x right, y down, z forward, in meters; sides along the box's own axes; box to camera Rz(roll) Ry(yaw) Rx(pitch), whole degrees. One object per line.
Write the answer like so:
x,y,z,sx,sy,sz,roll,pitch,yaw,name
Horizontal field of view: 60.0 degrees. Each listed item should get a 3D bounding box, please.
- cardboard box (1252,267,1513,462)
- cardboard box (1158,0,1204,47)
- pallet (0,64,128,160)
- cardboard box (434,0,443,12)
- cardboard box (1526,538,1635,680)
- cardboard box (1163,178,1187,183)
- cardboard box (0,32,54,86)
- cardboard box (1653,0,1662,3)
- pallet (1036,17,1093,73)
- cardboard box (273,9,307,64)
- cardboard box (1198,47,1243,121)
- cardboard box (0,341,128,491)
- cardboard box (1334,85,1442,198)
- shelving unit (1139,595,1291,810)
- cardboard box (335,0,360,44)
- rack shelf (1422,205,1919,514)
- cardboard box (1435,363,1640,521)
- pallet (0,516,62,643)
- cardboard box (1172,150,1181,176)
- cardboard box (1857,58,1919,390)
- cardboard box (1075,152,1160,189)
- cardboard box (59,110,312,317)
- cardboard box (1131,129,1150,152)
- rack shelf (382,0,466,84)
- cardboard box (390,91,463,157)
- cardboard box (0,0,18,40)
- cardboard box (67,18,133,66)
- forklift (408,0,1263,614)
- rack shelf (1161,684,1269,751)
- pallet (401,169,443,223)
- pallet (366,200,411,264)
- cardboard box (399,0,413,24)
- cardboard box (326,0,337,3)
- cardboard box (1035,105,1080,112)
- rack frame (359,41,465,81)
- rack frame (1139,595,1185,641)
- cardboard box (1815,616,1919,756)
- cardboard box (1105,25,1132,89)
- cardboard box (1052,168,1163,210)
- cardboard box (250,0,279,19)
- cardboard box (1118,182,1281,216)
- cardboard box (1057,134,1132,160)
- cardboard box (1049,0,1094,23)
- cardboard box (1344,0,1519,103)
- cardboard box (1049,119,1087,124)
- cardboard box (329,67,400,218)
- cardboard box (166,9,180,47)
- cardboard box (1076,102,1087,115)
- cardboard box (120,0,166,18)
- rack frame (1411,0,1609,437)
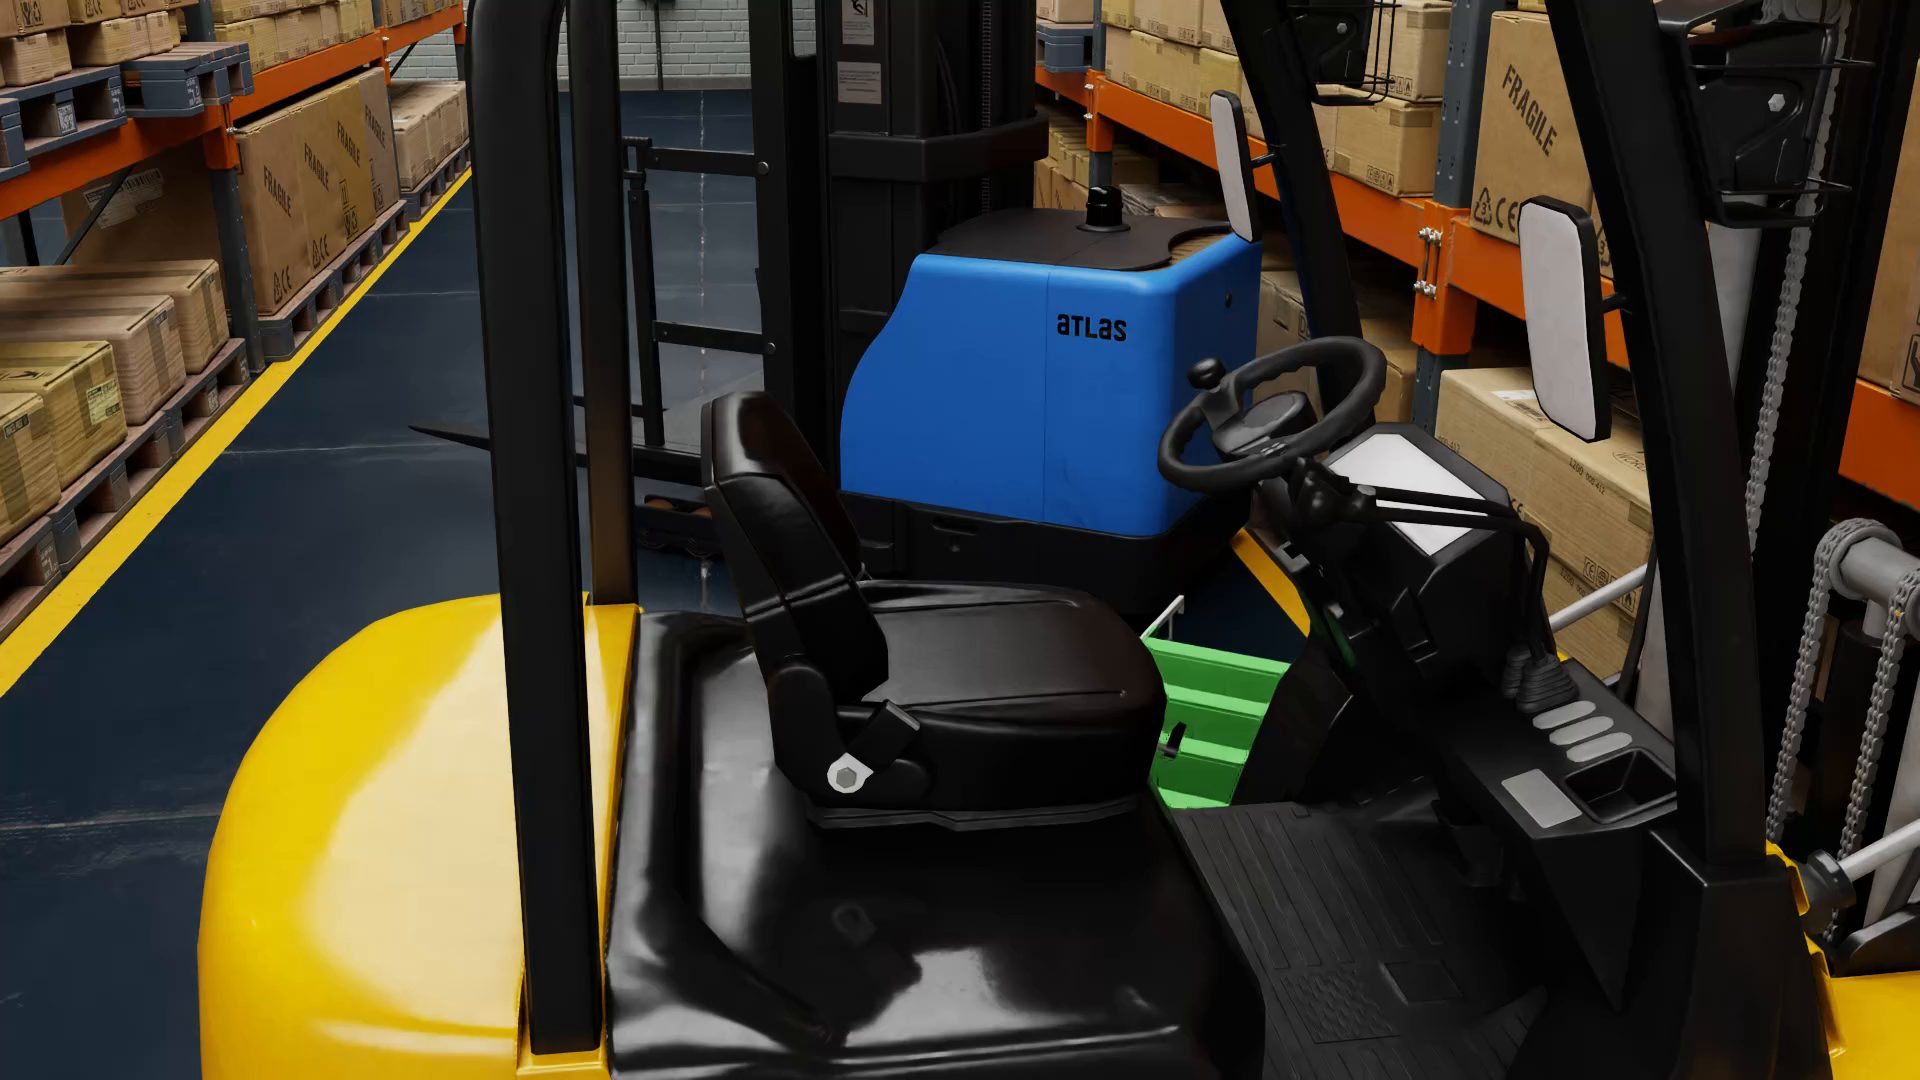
1.520,-0.570,5.748,0.875,0.625,0.625,-3,21,-8,cardboard box
1.085,-2.064,6.454,0.500,0.250,0.500,-3,21,-9,cardboard box
-3.452,-1.396,5.442,1.003,0.211,1.213,-3,21,-8,pallet
-4.458,-4.480,13.282,0.500,0.500,0.500,-2,21,-6,cardboard box
1.549,0.178,3.567,0.500,0.250,0.500,-3,21,-8,cardboard box
1.350,-1.607,8.704,0.500,0.500,0.500,-2,21,-6,cardboard box
-3.128,-1.524,5.267,0.380,0.149,0.250,-2,21,-6,cardboard box
1.600,-1.085,3.264,0.380,0.149,0.250,-3,21,-8,cardboard box
0.967,-2.562,8.564,1.213,0.211,1.003,-3,21,-8,pallet
-3.761,-2.640,8.713,0.500,0.250,0.500,-2,21,-6,cardboard box
1.178,-1.653,6.069,0.500,0.250,0.500,-2,21,-6,cardboard box
-3.488,-0.421,5.712,0.950,0.372,0.625,-2,21,-6,cardboard box
1.379,-1.127,4.662,0.500,0.250,0.500,-2,21,-7,cardboard box
0.557,0.497,3.985,0.503,0.258,1.200,10,24,25,shelving unit
-3.968,-3.165,10.118,0.500,0.250,0.500,-3,21,-9,cardboard box
1.999,-0.007,2.475,1.077,0.370,4.000,-3,21,-8,rack shelf
1.470,-0.230,3.945,0.500,0.250,0.500,-3,21,-9,cardboard box
-3.315,0.252,4.739,1.003,0.211,1.213,-3,21,-8,pallet
1.355,-2.040,8.937,0.380,0.149,0.250,-2,21,-6,cardboard box
1.681,-0.562,2.790,0.500,0.500,0.500,-3,21,-8,cardboard box
0.812,-1.909,8.586,0.380,0.149,0.250,-4,21,-10,cardboard box
-3.795,-1.614,8.188,0.875,0.875,0.875,-3,21,-8,cardboard box
1.207,-2.309,9.657,0.380,0.149,0.250,-3,21,-9,cardboard box
-4.643,-3.910,12.926,1.077,0.370,4.000,-3,21,-8,rack shelf
-4.596,-3.396,13.583,0.875,0.438,0.875,-2,21,-6,cardboard box
-3.115,-1.690,4.785,0.500,0.500,0.500,-3,21,-8,cardboard box
-3.225,-1.791,5.982,0.380,0.149,0.250,-3,21,-7,cardboard box
-0.562,-1.468,5.457,3.031,2.935,1.130,10,23,24,forklift
0.586,0.476,4.038,0.480,0.258,0.148,10,24,25,rack shelf
-4.386,-2.515,12.149,1.003,0.211,1.213,-3,21,-8,pallet
-4.168,-1.985,10.729,1.003,0.211,1.213,-3,21,-8,pallet
-4.231,-3.951,11.866,0.500,0.500,0.500,-3,21,-7,cardboard box
-3.890,-3.226,9.567,0.500,0.250,0.500,-2,21,-6,cardboard box
0.563,-2.724,10.767,0.380,0.149,0.250,-3,21,-9,cardboard box
-4.931,-4.939,14.654,1.000,3.000,0.127,-3,21,-8,rack frame
0.339,0.460,4.088,0.015,0.240,1.200,10,24,25,rack frame
1.684,0.301,2.523,0.500,0.250,0.500,-3,21,-9,cardboard box
0.956,-2.185,7.494,0.500,0.250,0.500,-3,21,-8,cardboard box
0.798,-1.756,9.104,0.500,0.500,0.500,-3,21,-9,cardboard box
-3.680,-2.700,8.159,0.500,0.250,0.500,-2,21,-6,cardboard box
1.210,-1.289,7.674,0.875,0.625,0.625,-2,21,-6,cardboard box
0.754,-2.189,9.335,0.380,0.149,0.250,-2,21,-6,cardboard box
0.659,-2.708,8.439,0.380,0.149,0.250,-3,21,-7,cardboard box
1.387,-1.357,4.563,0.500,0.250,0.500,-3,21,-9,cardboard box
0.663,-2.457,10.053,0.380,0.149,0.250,-3,21,-8,cardboard box
-4.186,-2.545,10.680,0.875,0.875,0.875,-2,21,-6,cardboard box
-3.387,-2.058,6.697,0.380,0.149,0.250,-3,21,-7,cardboard box
0.982,-2.848,11.100,0.380,0.149,0.250,-3,21,-7,cardboard box
-3.352,-2.231,6.233,0.500,0.500,0.500,-3,21,-9,cardboard box
1.710,-1.036,4.204,1.000,3.000,0.127,-3,21,-8,rack frame
